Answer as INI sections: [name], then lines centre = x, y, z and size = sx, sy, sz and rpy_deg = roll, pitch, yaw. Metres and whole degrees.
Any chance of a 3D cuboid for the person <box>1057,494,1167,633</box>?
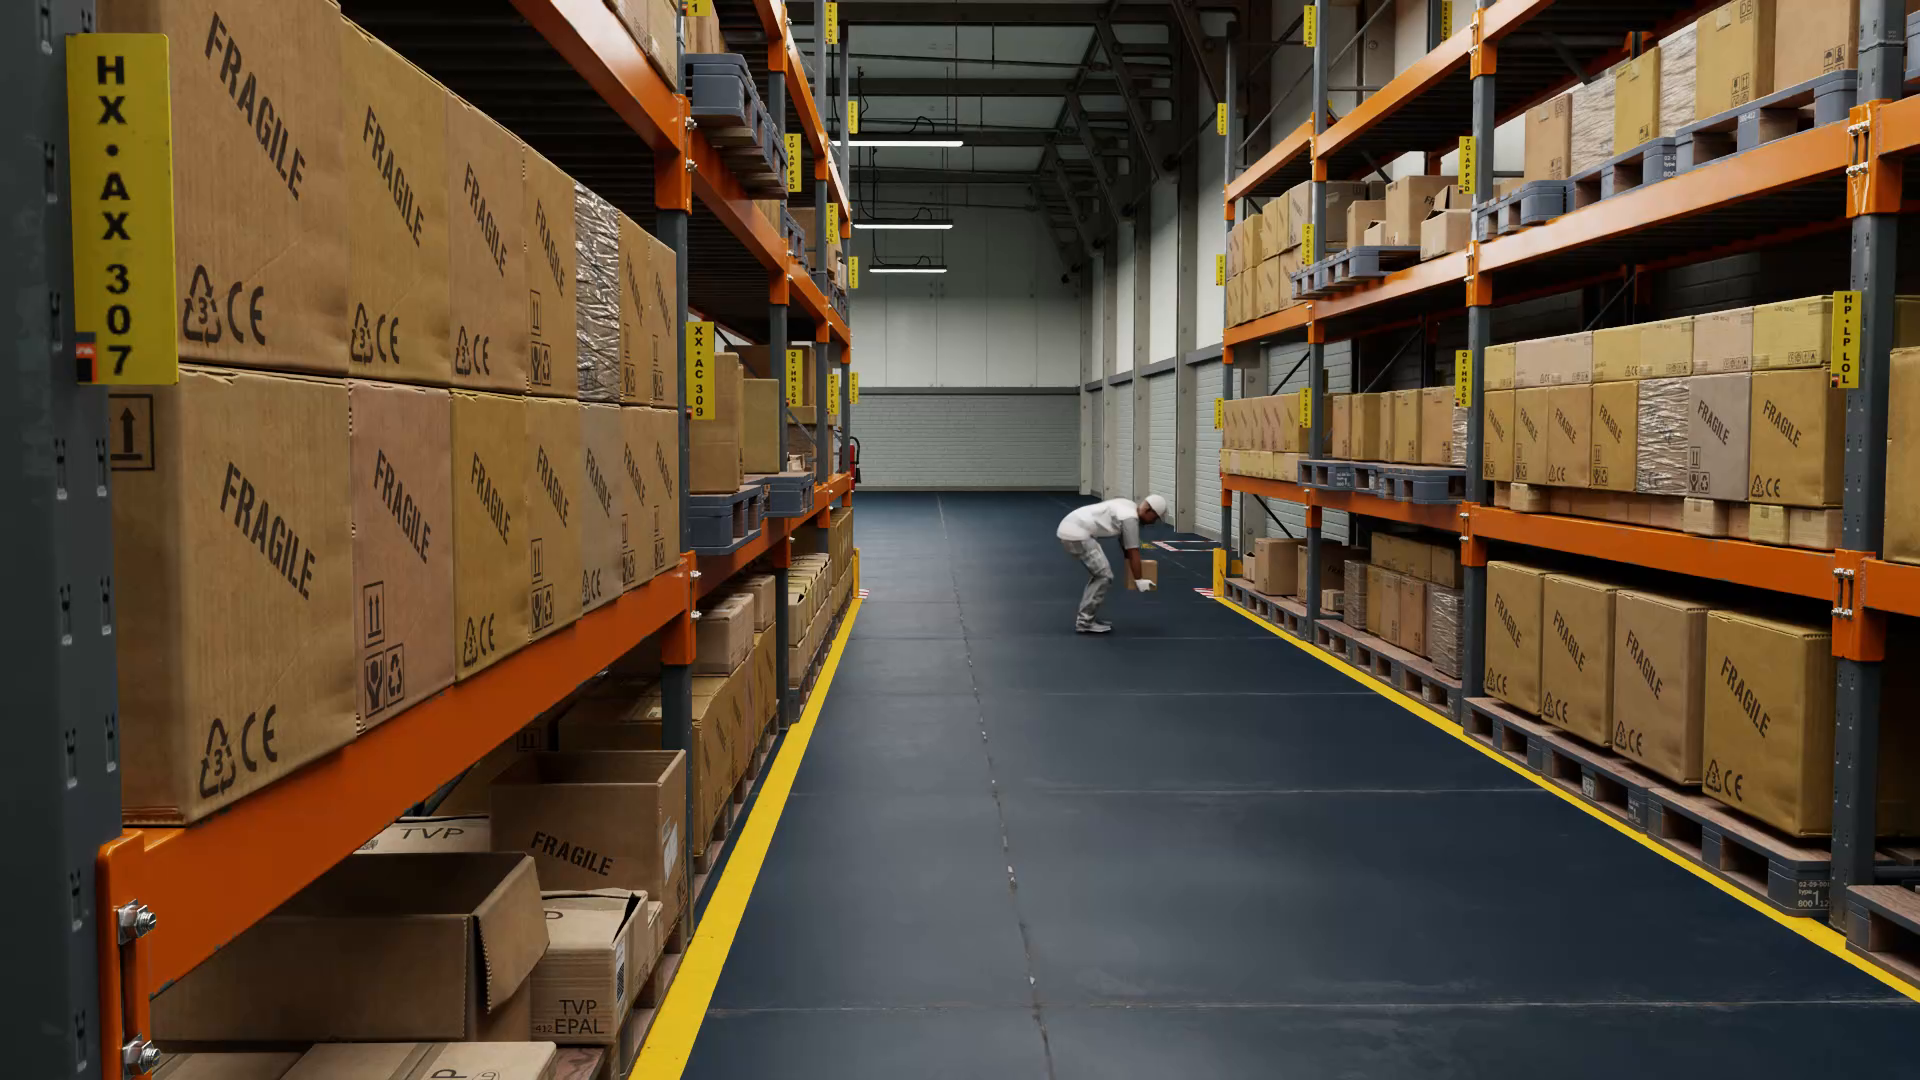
[person]
centre = 1.331, 0.199, 14.532
size = 0.962, 1.189, 0.524
rpy_deg = 0, 4, -4
